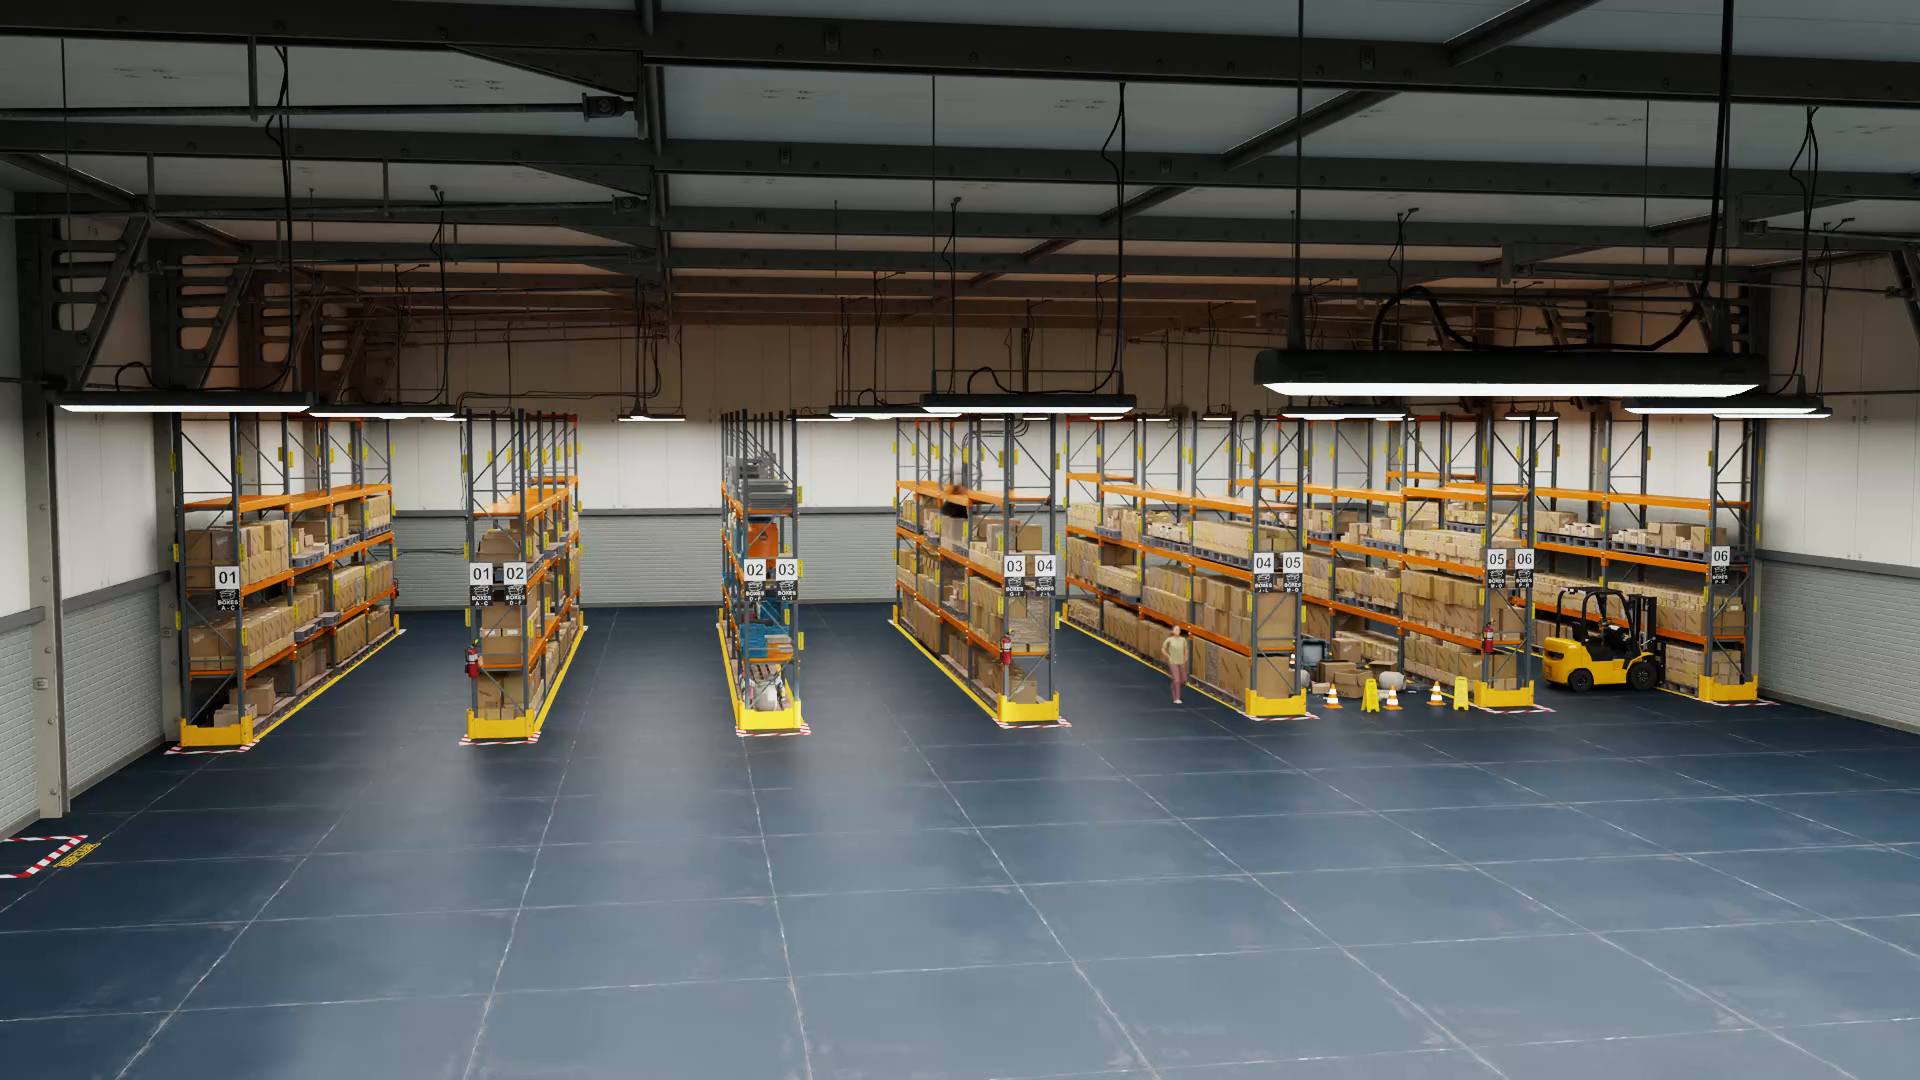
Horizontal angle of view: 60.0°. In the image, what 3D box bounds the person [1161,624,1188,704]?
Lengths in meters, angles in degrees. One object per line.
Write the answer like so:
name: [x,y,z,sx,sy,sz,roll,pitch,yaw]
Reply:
person: [4.420,2.528,34.138,0.580,1.619,0.609,-1,4,-14]
